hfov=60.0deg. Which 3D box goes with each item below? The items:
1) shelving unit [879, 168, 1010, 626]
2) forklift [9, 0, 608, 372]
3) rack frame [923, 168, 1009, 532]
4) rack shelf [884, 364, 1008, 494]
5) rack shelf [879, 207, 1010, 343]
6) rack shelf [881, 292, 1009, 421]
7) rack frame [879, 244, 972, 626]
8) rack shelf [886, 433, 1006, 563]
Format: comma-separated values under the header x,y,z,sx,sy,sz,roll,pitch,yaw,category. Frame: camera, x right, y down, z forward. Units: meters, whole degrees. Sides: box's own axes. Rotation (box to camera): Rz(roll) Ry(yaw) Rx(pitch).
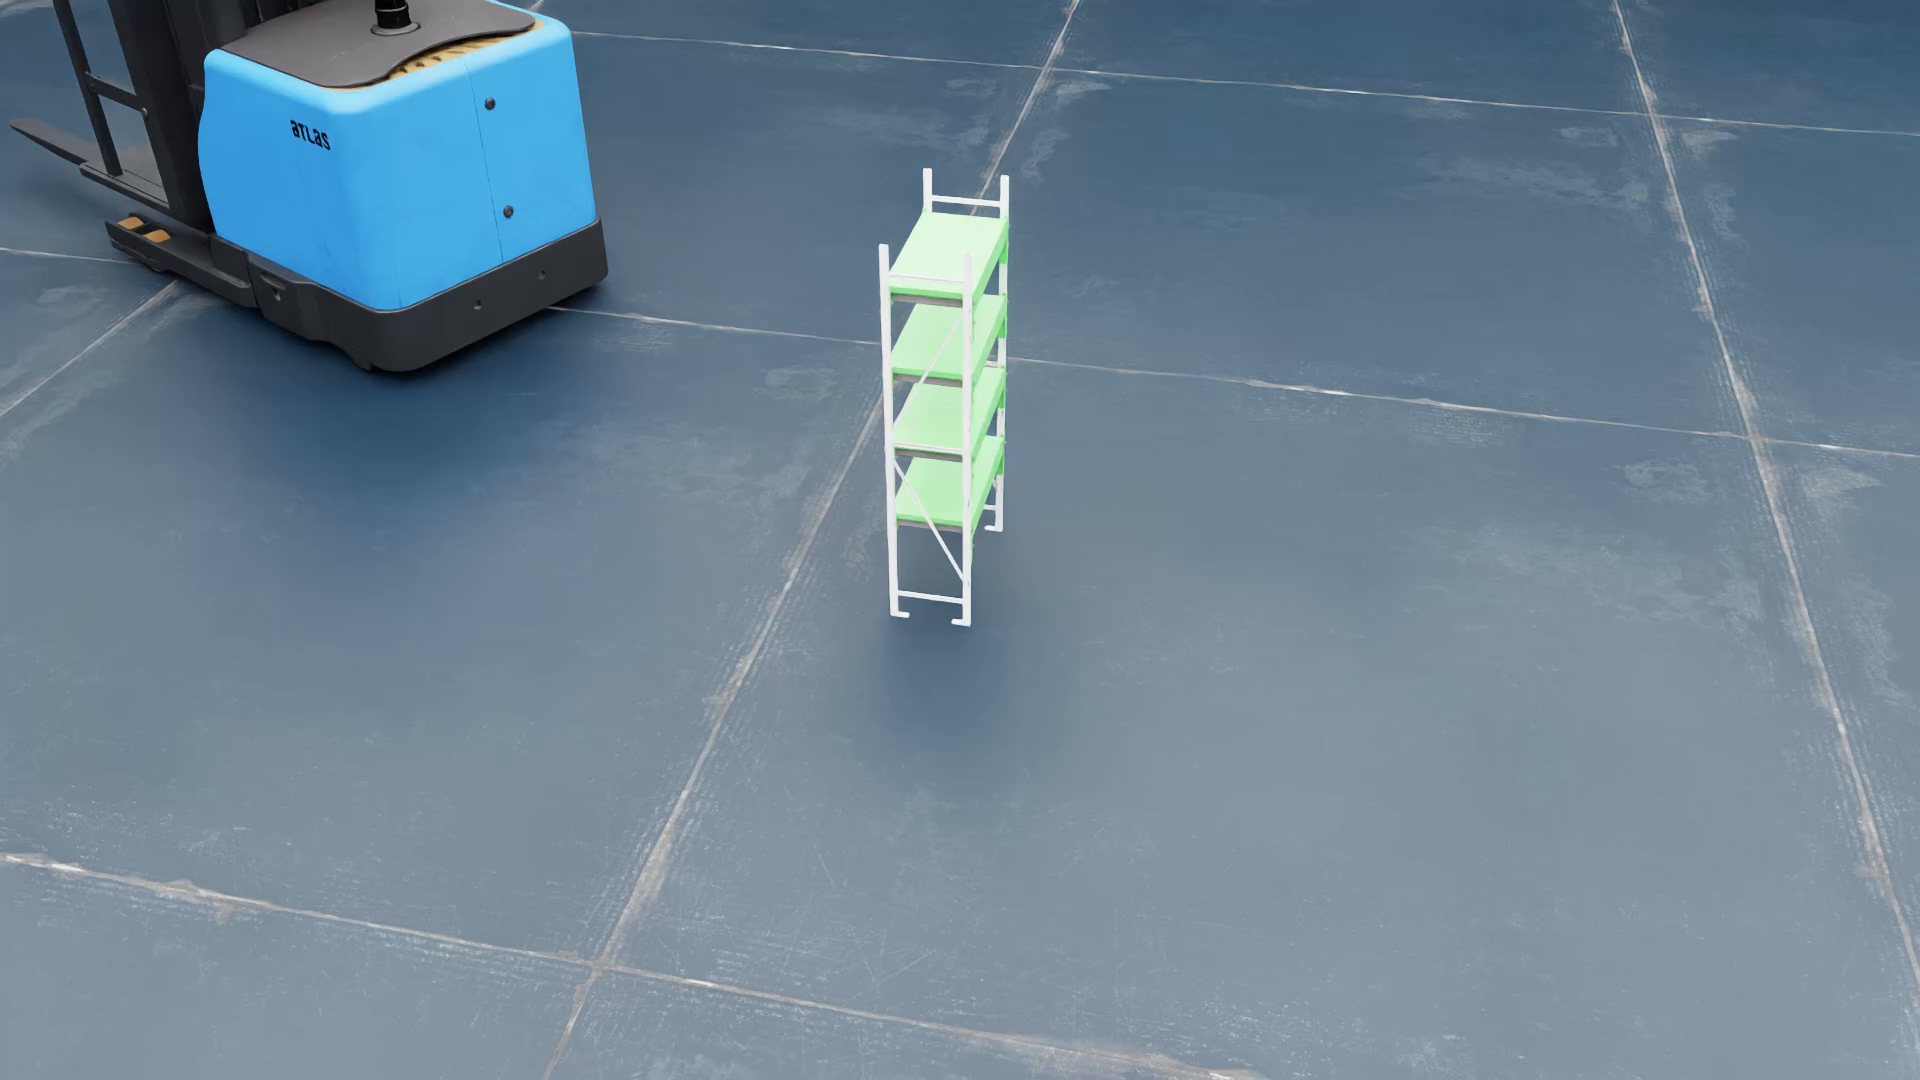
x,y,z,sx,sy,sz,roll,pitch,yaw,category
-0.035,-0.391,4.767,0.258,1.200,0.503,7,37,10,shelving unit
-2.868,-2.493,6.193,3.031,2.935,1.130,24,43,30,forklift
0.017,-0.531,4.960,0.240,1.200,0.015,7,37,10,rack frame
-0.035,-0.339,4.804,0.258,0.148,0.480,7,37,10,rack shelf
-0.035,-0.728,4.523,0.258,0.148,0.480,7,37,10,rack shelf
-0.035,-0.534,4.664,0.258,0.148,0.480,7,37,10,rack shelf
-0.087,-0.251,4.574,0.240,1.200,0.015,7,37,10,rack frame
-0.035,-0.145,4.945,0.258,0.148,0.480,7,37,10,rack shelf
